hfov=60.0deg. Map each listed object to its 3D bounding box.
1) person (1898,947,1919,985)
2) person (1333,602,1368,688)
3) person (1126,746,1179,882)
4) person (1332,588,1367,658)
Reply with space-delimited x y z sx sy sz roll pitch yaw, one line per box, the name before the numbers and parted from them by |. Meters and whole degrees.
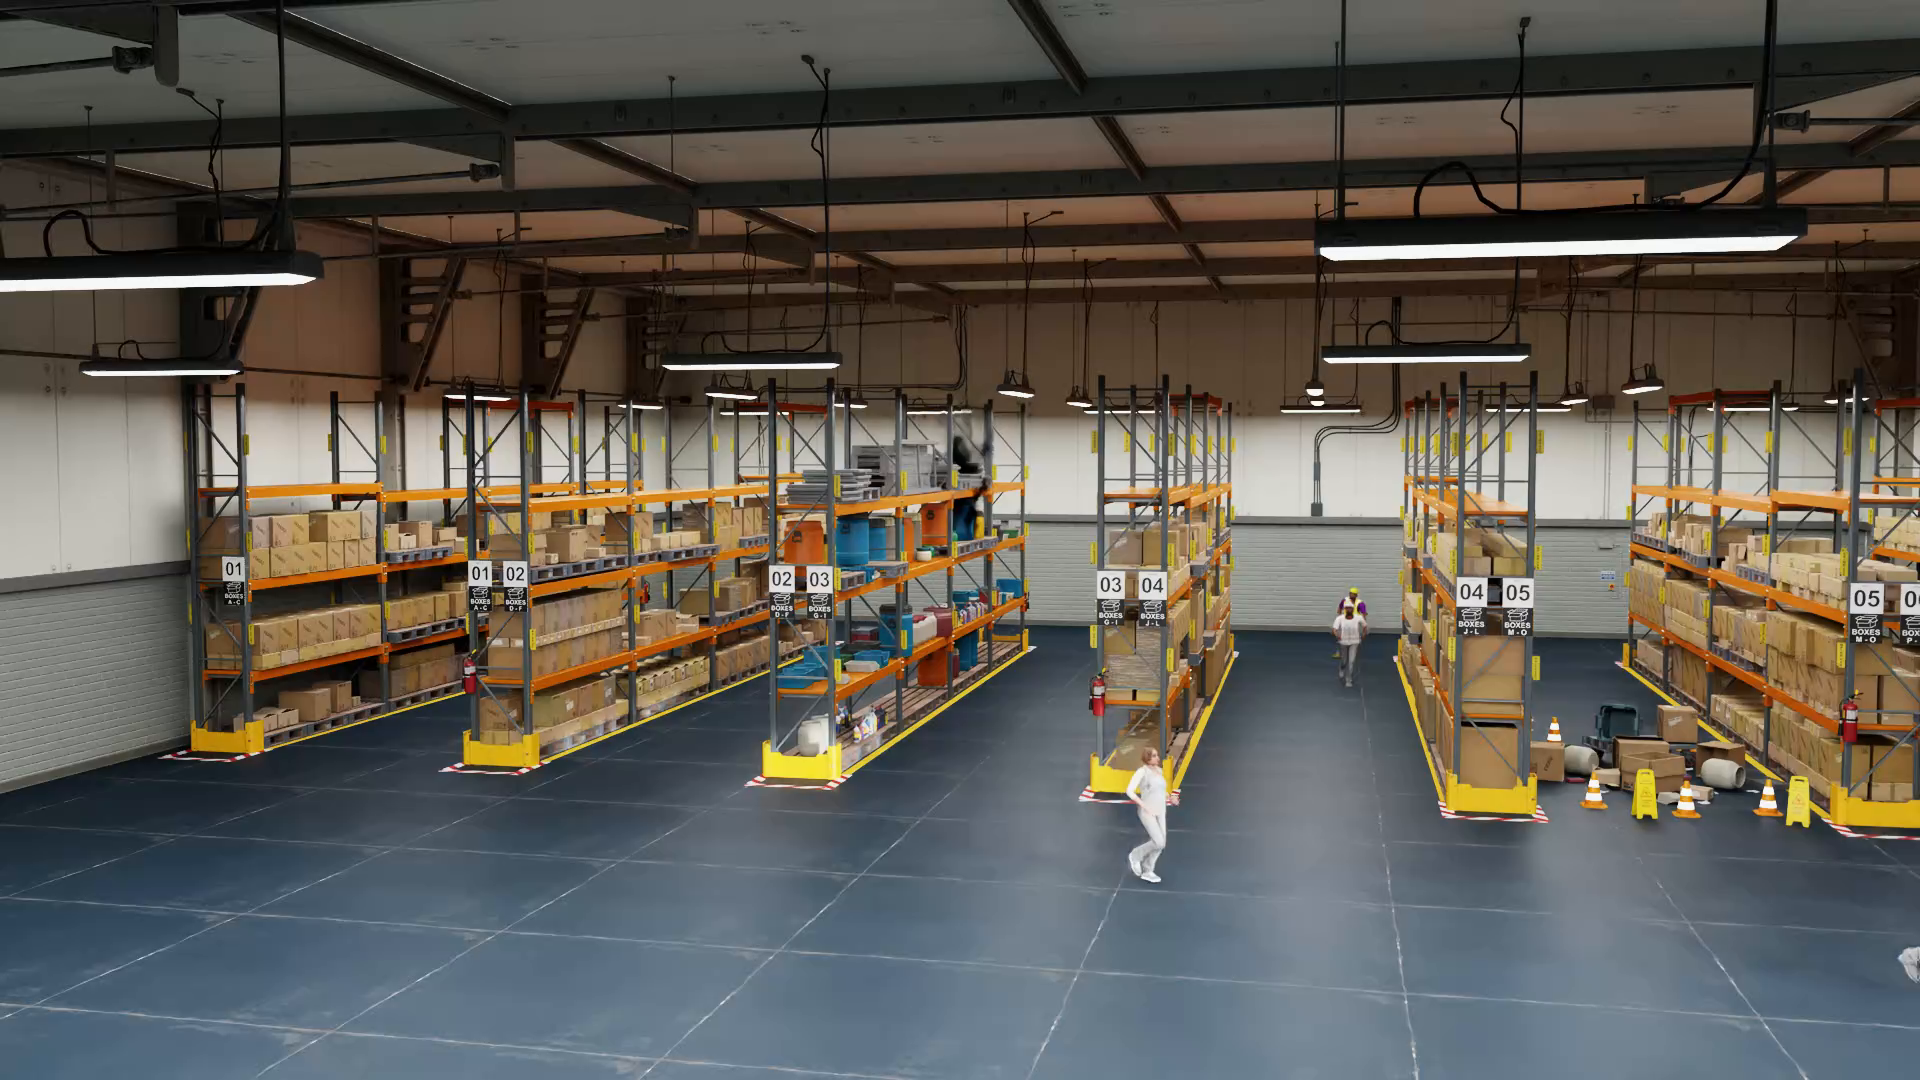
person | 8.982 3.261 14.946 0.662 1.756 0.820 -3 4 -43
person | 8.118 2.160 34.622 0.708 1.761 0.862 1 3 14
person | 2.207 3.134 18.996 0.549 1.554 0.533 3 5 44
person | 9.192 1.937 39.045 0.743 1.668 0.640 3 4 39
